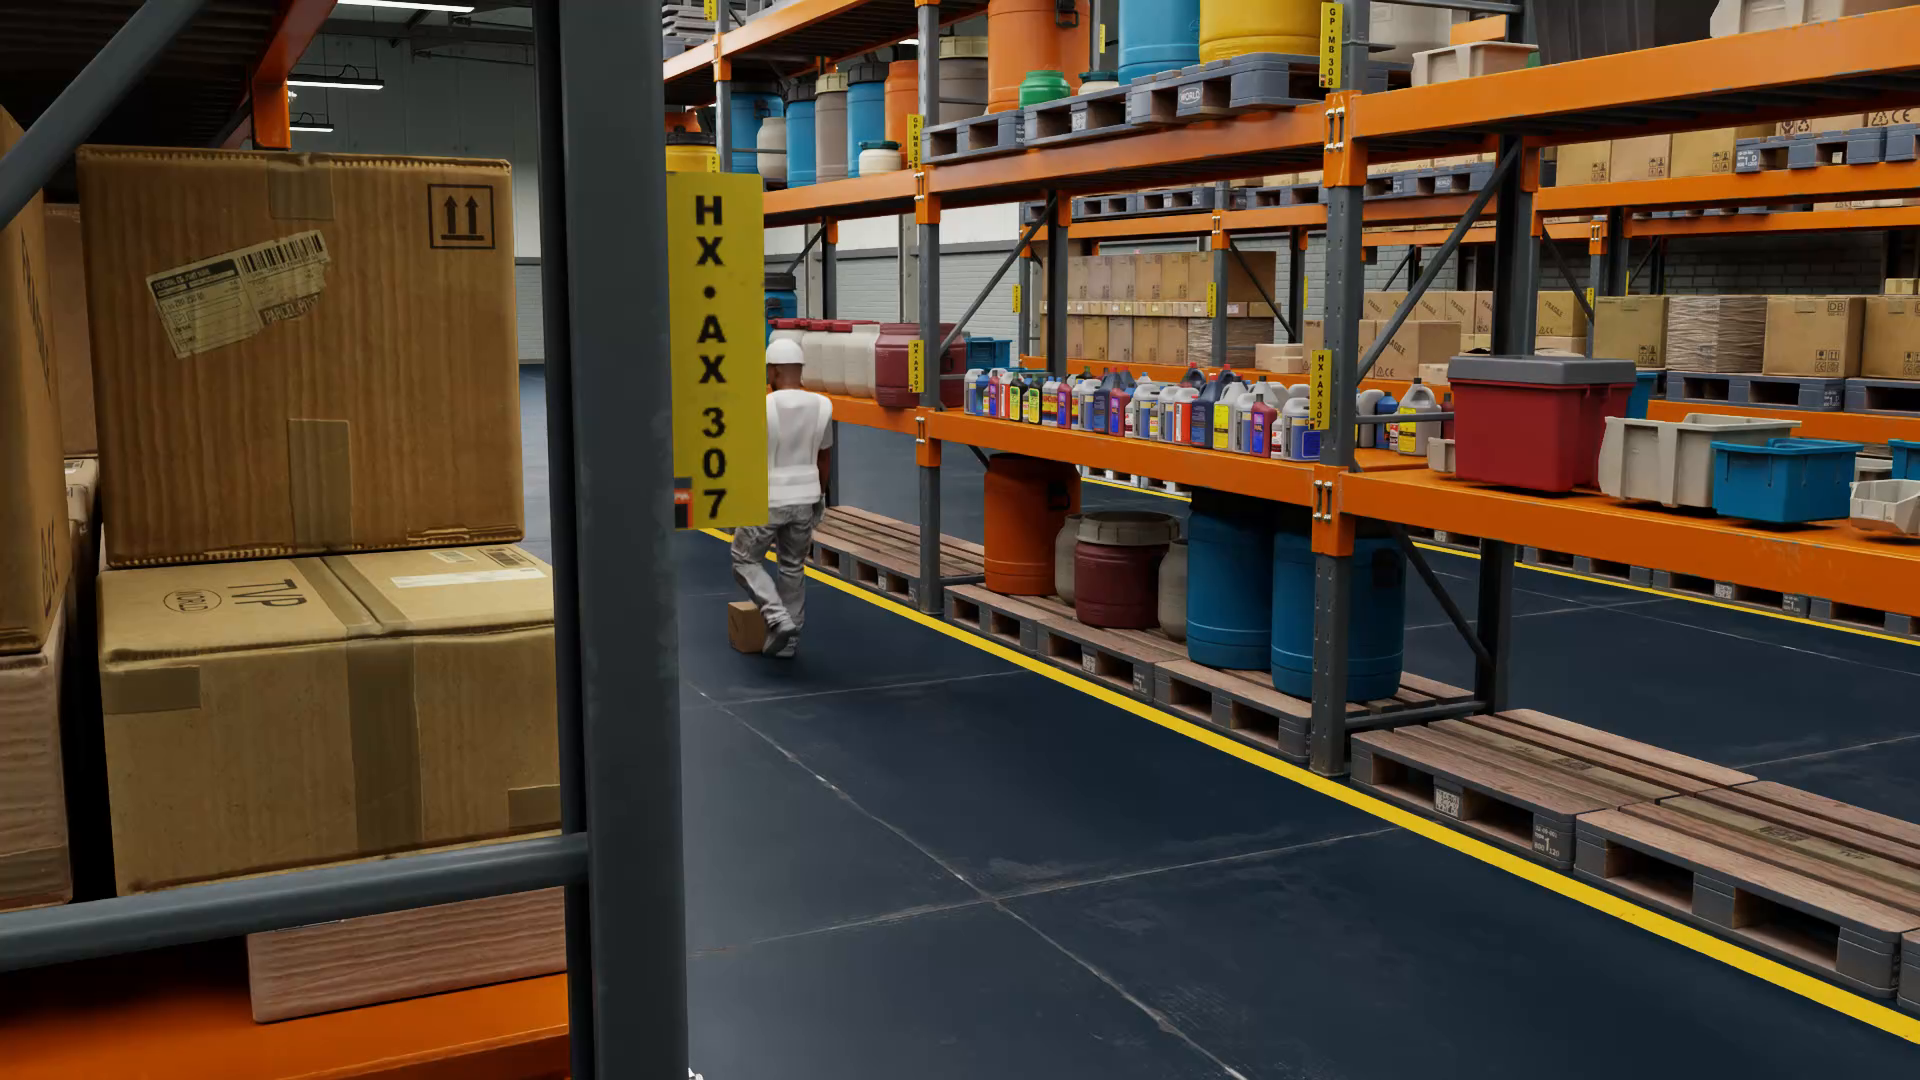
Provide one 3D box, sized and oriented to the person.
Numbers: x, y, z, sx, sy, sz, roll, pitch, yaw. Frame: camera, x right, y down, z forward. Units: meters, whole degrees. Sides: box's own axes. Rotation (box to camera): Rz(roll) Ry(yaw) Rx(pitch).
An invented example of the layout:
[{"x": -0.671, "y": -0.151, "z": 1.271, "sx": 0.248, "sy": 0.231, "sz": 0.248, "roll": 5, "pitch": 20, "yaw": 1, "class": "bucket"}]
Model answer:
[{"x": -0.949, "y": -0.233, "z": 9.060, "sx": 0.581, "sy": 1.722, "sz": 0.498, "roll": -6, "pitch": 10, "yaw": -33, "class": "person"}]
